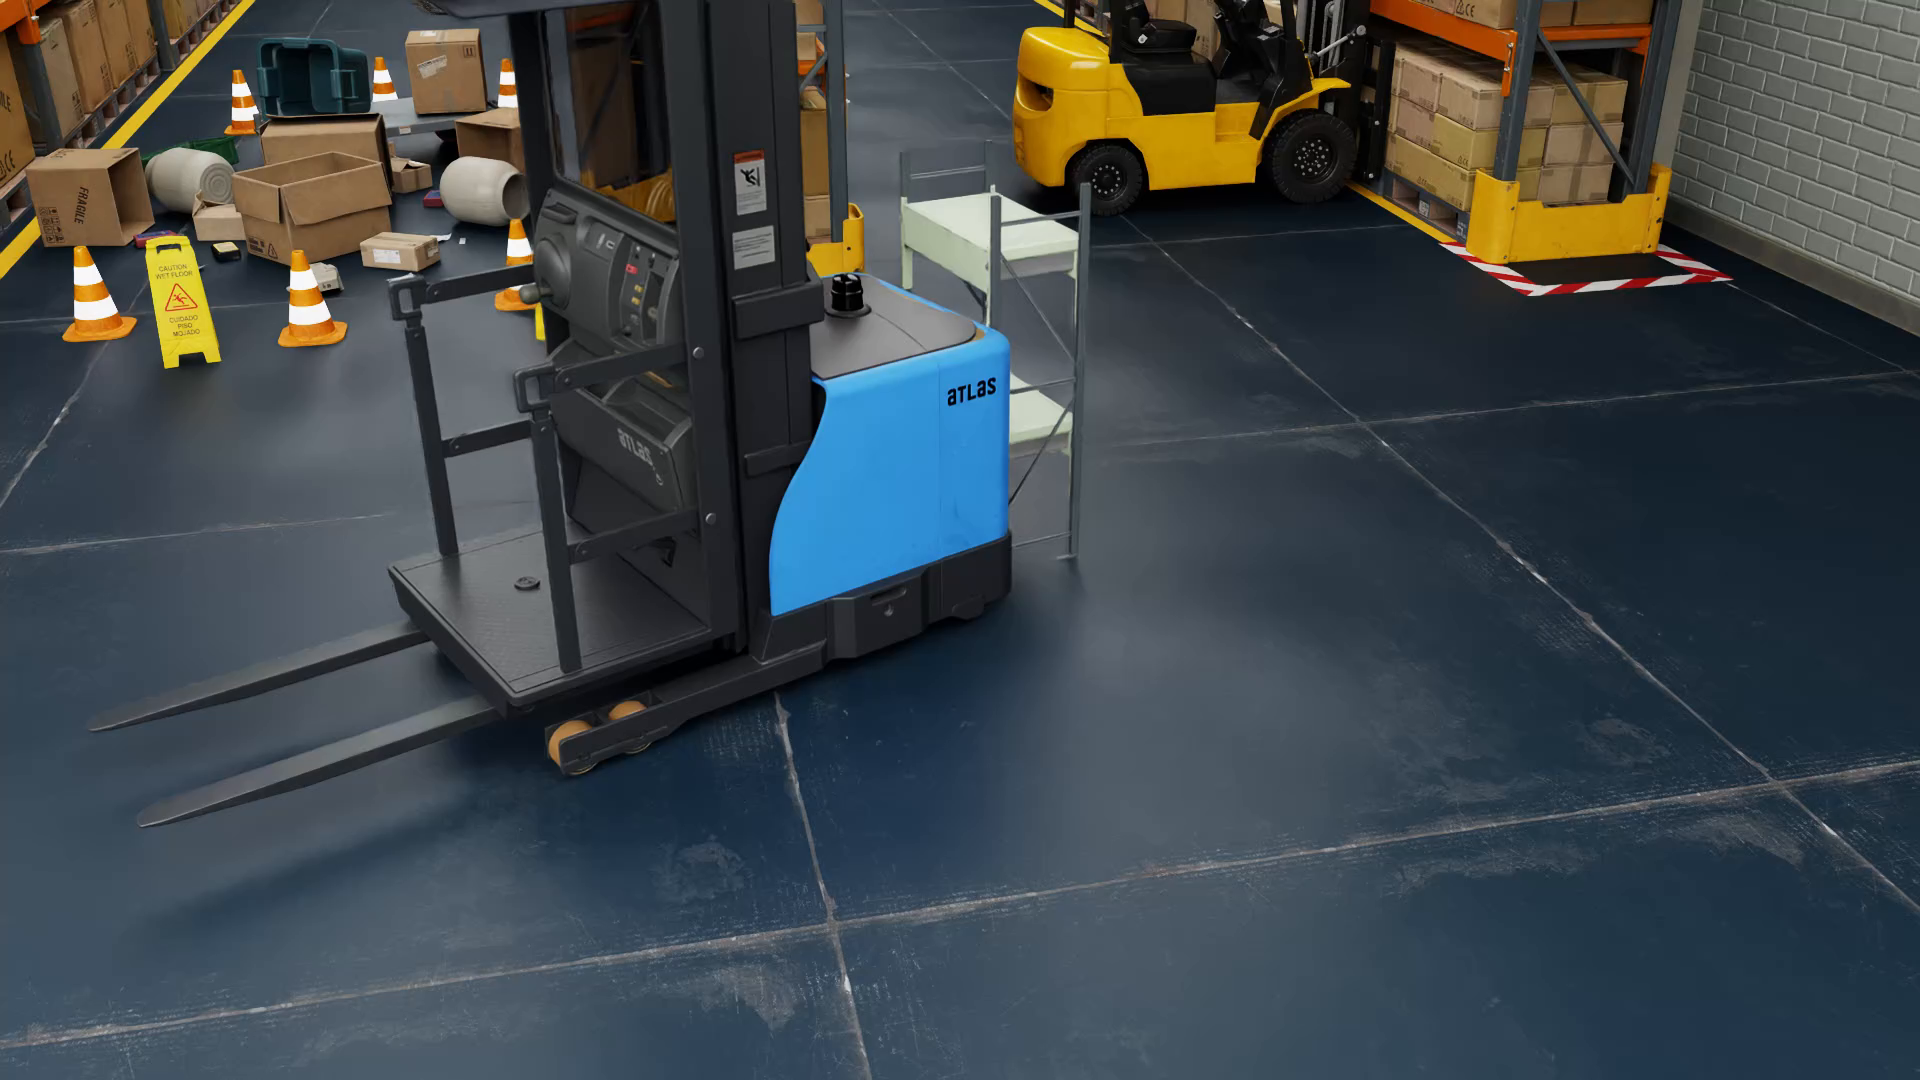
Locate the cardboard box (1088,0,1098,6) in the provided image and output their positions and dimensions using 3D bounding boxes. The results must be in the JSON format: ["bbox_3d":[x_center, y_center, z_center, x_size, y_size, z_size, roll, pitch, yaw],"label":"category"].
[{"bbox_3d":[1.615,-5.895,17.409,0.500,0.500,0.500,-5,27,-10],"label":"cardboard box"}]

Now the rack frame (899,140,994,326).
[{"bbox_3d":[-0.050,-0.860,6.789,0.400,1.500,0.023,-13,30,-24],"label":"rack frame"}]

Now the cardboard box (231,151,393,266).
[{"bbox_3d":[-3.975,-2.042,10.236,0.637,0.503,0.797,19,32,32],"label":"cardboard box"}]

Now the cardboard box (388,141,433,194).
[{"bbox_3d":[-3.921,-2.602,11.610,0.396,0.266,0.258,19,32,32],"label":"cardboard box"}]

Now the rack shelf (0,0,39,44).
[{"bbox_3d":[-6.363,-2.652,9.473,1.077,0.370,4.000,-6,27,-12],"label":"rack shelf"}]

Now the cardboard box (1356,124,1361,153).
[{"bbox_3d":[2.963,-2.947,11.846,0.500,0.250,0.500,-5,27,-10],"label":"cardboard box"}]

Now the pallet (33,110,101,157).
[{"bbox_3d":[-7.061,-2.937,12.335,1.003,0.211,1.213,-6,27,-12],"label":"pallet"}]

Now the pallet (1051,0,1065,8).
[{"bbox_3d":[1.517,-6.281,18.960,1.003,0.211,1.213,-6,27,-12],"label":"pallet"}]

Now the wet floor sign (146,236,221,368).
[{"bbox_3d":[-3.977,-1.232,8.475,0.267,0.644,0.232,-11,29,-20],"label":"wet floor sign"}]

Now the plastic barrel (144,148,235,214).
[{"bbox_3d":[-5.064,-2.359,10.953,0.512,0.421,0.421,13,30,24],"label":"plastic barrel"}]

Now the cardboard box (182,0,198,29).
[{"bbox_3d":[-7.743,-5.235,16.102,0.500,0.500,0.500,-6,27,-11],"label":"cardboard box"}]

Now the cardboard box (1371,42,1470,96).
[{"bbox_3d":[3.071,-3.169,11.175,0.500,0.250,0.500,-6,27,-11],"label":"cardboard box"}]

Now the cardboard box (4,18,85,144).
[{"bbox_3d":[-7.041,-3.298,11.985,1.050,0.750,0.750,-6,27,-12],"label":"cardboard box"}]

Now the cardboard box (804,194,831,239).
[{"bbox_3d":[-1.025,-1.984,9.938,0.500,0.250,0.500,-6,27,-12],"label":"cardboard box"}]

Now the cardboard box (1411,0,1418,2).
[{"bbox_3d":[3.132,-3.835,10.909,0.500,0.500,0.500,-6,27,-13],"label":"cardboard box"}]

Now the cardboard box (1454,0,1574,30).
[{"bbox_3d":[3.356,-3.382,10.010,0.500,0.500,0.500,-7,28,-13],"label":"cardboard box"}]

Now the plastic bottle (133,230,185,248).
[{"bbox_3d":[-5.021,-1.893,10.433,0.283,0.061,0.133,-16,31,-29],"label":"plastic bottle"}]

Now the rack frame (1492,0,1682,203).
[{"bbox_3d":[3.723,-3.148,9.657,1.000,3.000,0.127,-6,27,-12],"label":"rack frame"}]

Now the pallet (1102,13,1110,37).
[{"bbox_3d":[2.067,-5.049,16.520,1.003,0.211,1.213,-6,27,-12],"label":"pallet"}]

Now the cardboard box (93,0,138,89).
[{"bbox_3d":[-7.465,-4.130,13.635,1.050,0.750,0.750,-6,27,-11],"label":"cardboard box"}]

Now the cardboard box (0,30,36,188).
[{"bbox_3d":[-6.740,-2.807,10.874,0.875,0.875,0.875,-6,27,-11],"label":"cardboard box"}]

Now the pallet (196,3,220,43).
[{"bbox_3d":[-8.161,-5.240,16.897,1.003,0.211,1.213,-6,27,-12],"label":"pallet"}]

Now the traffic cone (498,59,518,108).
[{"bbox_3d":[-3.657,-3.668,13.503,0.336,0.463,0.334,-6,27,-12],"label":"traffic cone"}]

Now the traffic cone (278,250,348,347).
[{"bbox_3d":[-3.471,-1.305,8.823,0.336,0.463,0.334,-6,27,-12],"label":"traffic cone"}]

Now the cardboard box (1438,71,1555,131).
[{"bbox_3d":[3.315,-2.725,10.295,0.500,0.250,0.500,-5,27,-10],"label":"cardboard box"}]

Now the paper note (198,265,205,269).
[{"bbox_3d":[-4.602,-1.611,9.910,0.144,0.017,0.142,3,27,6],"label":"paper note"}]

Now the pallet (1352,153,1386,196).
[{"bbox_3d":[3.238,-2.769,12.001,1.003,0.211,1.213,-6,27,-12],"label":"pallet"}]

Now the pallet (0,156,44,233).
[{"bbox_3d":[-6.719,-2.264,11.002,1.003,0.211,1.213,-6,27,-12],"label":"pallet"}]

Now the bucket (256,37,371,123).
[{"bbox_3d":[-4.537,-3.243,11.791,0.726,0.611,0.620,3,17,6],"label":"bucket"}]

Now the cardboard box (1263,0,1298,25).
[{"bbox_3d":[2.625,-4.066,12.952,0.500,0.250,0.500,-6,27,-12],"label":"cardboard box"}]

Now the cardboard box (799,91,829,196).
[{"bbox_3d":[-1.031,-2.329,9.789,0.500,0.500,0.500,-7,28,-13],"label":"cardboard box"}]

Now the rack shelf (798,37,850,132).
[{"bbox_3d":[-1.563,-3.199,10.557,1.077,0.370,4.000,-6,27,-12],"label":"rack shelf"}]

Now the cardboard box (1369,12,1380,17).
[{"bbox_3d":[3.250,-3.893,12.609,0.500,0.250,0.500,-6,27,-12],"label":"cardboard box"}]

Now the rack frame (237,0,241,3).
[{"bbox_3d":[-8.617,-7.363,18.009,1.000,3.000,0.127,-6,27,-12],"label":"rack frame"}]

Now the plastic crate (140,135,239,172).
[{"bbox_3d":[-5.498,-2.678,11.784,0.450,0.188,0.662,-2,25,20],"label":"plastic crate"}]

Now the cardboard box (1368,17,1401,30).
[{"bbox_3d":[2.853,-3.623,12.075,0.500,0.250,0.500,-5,27,-10],"label":"cardboard box"}]

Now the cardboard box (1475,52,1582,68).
[{"bbox_3d":[3.683,-3.003,10.847,0.500,0.250,0.500,-6,27,-12],"label":"cardboard box"}]

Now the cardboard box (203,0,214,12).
[{"bbox_3d":[-7.978,-5.684,16.991,0.500,0.500,0.500,-7,28,-13],"label":"cardboard box"}]

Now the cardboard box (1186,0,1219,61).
[{"bbox_3d":[2.525,-4.600,14.705,0.875,0.625,0.625,-6,27,-12],"label":"cardboard box"}]

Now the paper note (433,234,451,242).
[{"bbox_3d":[-3.310,-1.912,10.518,0.148,0.019,0.142,3,27,6],"label":"paper note"}]

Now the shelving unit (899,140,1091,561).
[{"bbox_3d":[0.118,-0.714,6.499,0.431,1.500,0.755,-13,30,-24],"label":"shelving unit"}]

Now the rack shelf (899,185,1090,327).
[{"bbox_3d":[0.118,-1.062,6.324,0.431,0.370,0.720,-13,30,-24],"label":"rack shelf"}]

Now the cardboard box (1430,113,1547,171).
[{"bbox_3d":[3.308,-2.513,10.430,0.500,0.250,0.500,-6,27,-12],"label":"cardboard box"}]

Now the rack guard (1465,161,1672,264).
[{"bbox_3d":[3.728,-2.021,10.200,1.175,0.500,0.348,-6,27,-12],"label":"rack guard"}]

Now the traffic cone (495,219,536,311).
[{"bbox_3d":[-2.466,-1.567,9.342,0.336,0.463,0.334,-6,27,-12],"label":"traffic cone"}]

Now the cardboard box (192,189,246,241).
[{"bbox_3d":[-4.632,-2.063,10.542,0.396,0.266,0.258,-1,27,-3],"label":"cardboard box"}]

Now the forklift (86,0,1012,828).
[{"bbox_3d":[-1.291,-0.835,5.152,3.031,2.935,1.130,-19,32,-32],"label":"forklift"}]

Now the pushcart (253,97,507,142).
[{"bbox_3d":[-4.224,-2.974,12.223,1.648,0.377,0.936,-16,31,-29],"label":"pushcart"}]

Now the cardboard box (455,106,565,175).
[{"bbox_3d":[-3.098,-2.675,11.492,0.500,0.500,0.500,13,30,24],"label":"cardboard box"}]

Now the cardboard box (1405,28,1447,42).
[{"bbox_3d":[3.472,-3.450,11.731,0.500,0.250,0.500,-6,27,-13],"label":"cardboard box"}]

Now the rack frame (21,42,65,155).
[{"bbox_3d":[-6.814,-3.851,11.051,1.000,3.000,0.127,-6,27,-12],"label":"rack frame"}]

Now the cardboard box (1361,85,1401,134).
[{"bbox_3d":[3.069,-2.959,11.313,0.500,0.250,0.500,-7,28,-13],"label":"cardboard box"}]

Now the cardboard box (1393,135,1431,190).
[{"bbox_3d":[3.206,-2.501,10.962,0.500,0.250,0.500,-6,27,-12],"label":"cardboard box"}]

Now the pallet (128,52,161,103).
[{"bbox_3d":[-7.611,-4.008,14.457,1.003,0.211,1.213,-6,27,-12],"label":"pallet"}]

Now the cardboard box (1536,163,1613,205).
[{"bbox_3d":[3.803,-2.343,10.649,0.500,0.250,0.500,-6,27,-11],"label":"cardboard box"}]

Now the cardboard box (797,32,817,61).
[{"bbox_3d":[-0.987,-2.700,9.049,0.380,0.149,0.250,-6,27,-11],"label":"cardboard box"}]

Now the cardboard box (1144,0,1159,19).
[{"bbox_3d":[2.202,-5.226,15.944,0.875,0.625,0.625,-5,27,-10],"label":"cardboard box"}]
